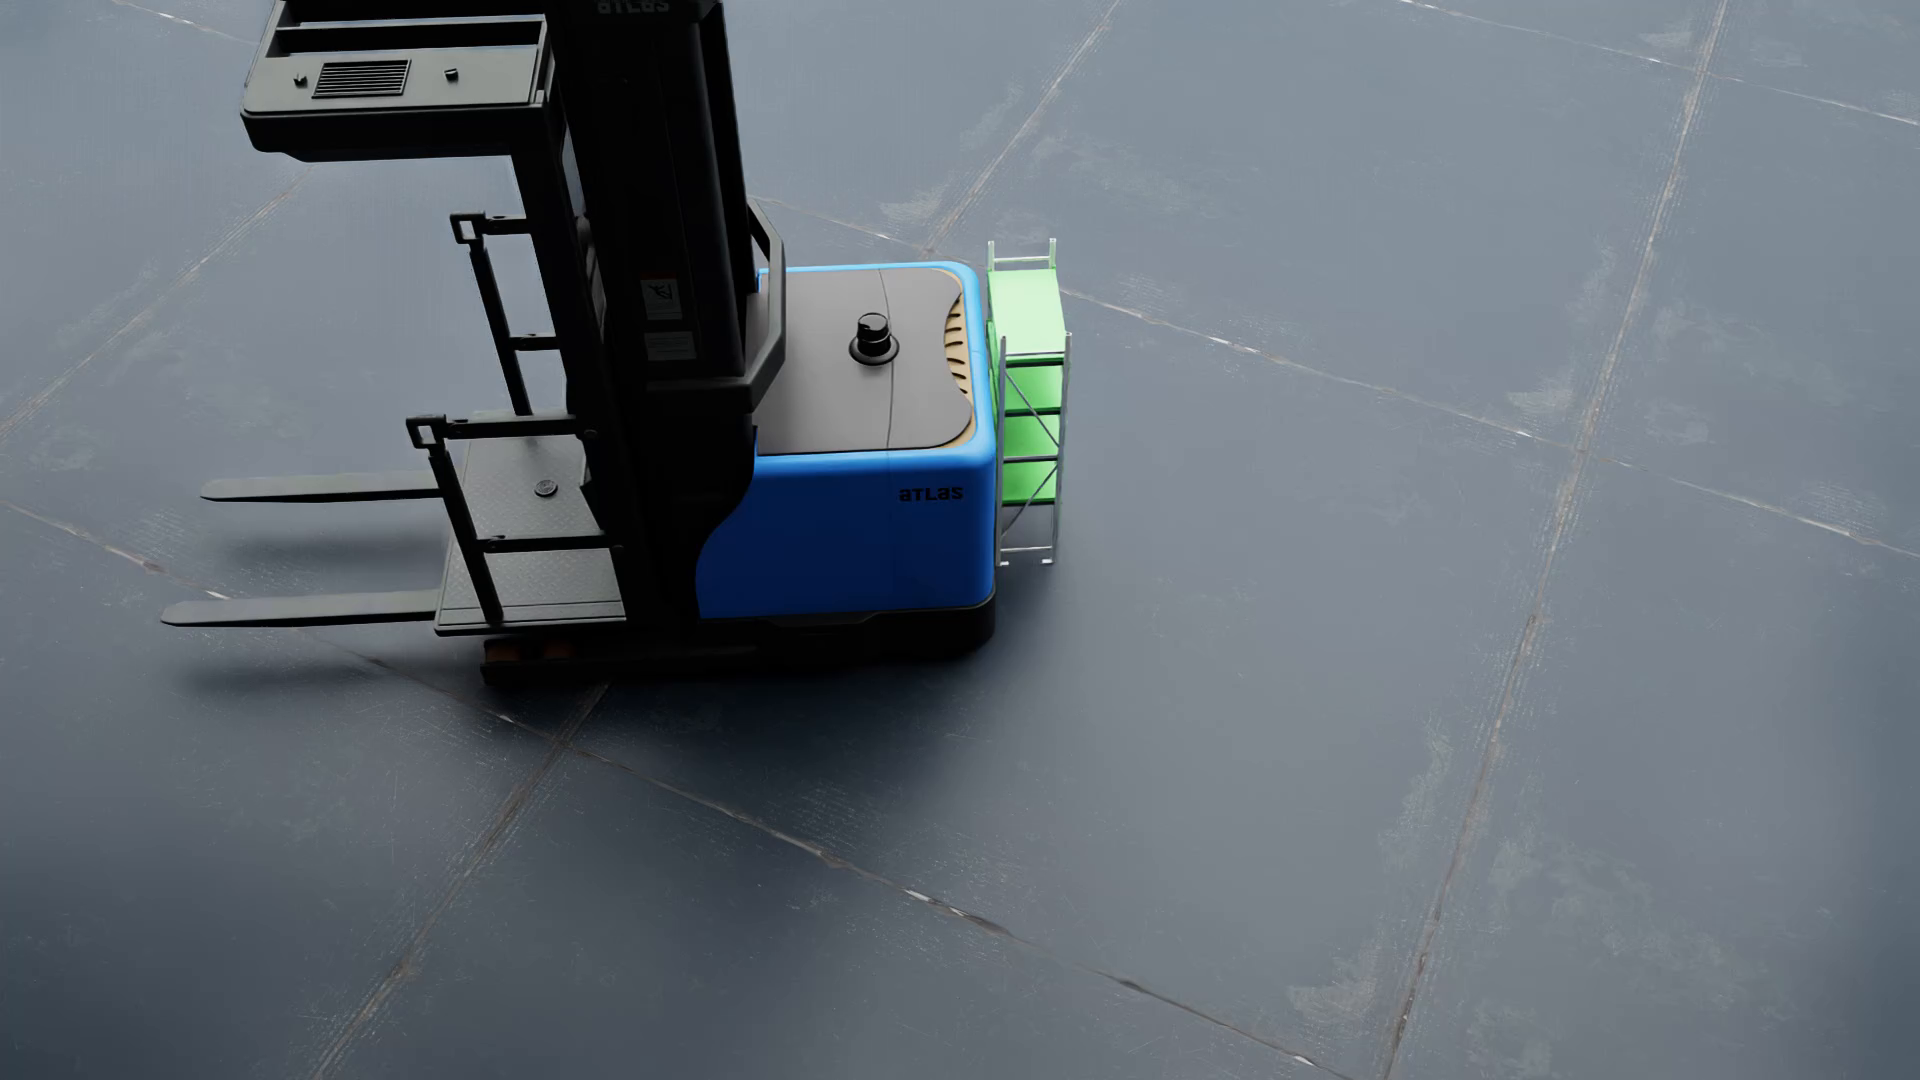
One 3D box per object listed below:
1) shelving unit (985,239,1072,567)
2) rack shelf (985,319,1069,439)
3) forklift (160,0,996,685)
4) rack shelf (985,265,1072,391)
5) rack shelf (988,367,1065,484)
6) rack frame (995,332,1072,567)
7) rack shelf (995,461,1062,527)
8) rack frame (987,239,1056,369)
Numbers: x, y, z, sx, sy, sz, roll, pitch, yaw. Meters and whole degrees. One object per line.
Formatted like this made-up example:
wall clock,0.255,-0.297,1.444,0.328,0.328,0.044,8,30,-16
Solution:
shelving unit,0.238,-0.483,6.188,0.258,1.200,0.503,-3,50,-3
rack shelf,0.238,-0.597,6.054,0.258,0.148,0.480,-3,50,-3
forklift,-1.407,-0.835,5.351,3.031,2.935,1.130,-3,50,-2
rack shelf,0.238,-0.753,5.871,0.258,0.148,0.480,-3,50,-3
rack shelf,0.238,-0.442,6.237,0.258,0.148,0.480,-3,50,-3
rack frame,0.256,-0.298,6.030,0.240,1.200,0.015,-3,50,-3
rack shelf,0.239,-0.286,6.420,0.258,0.148,0.480,-3,50,-3
rack frame,0.221,-0.669,6.346,0.240,1.200,0.015,-3,50,-3
